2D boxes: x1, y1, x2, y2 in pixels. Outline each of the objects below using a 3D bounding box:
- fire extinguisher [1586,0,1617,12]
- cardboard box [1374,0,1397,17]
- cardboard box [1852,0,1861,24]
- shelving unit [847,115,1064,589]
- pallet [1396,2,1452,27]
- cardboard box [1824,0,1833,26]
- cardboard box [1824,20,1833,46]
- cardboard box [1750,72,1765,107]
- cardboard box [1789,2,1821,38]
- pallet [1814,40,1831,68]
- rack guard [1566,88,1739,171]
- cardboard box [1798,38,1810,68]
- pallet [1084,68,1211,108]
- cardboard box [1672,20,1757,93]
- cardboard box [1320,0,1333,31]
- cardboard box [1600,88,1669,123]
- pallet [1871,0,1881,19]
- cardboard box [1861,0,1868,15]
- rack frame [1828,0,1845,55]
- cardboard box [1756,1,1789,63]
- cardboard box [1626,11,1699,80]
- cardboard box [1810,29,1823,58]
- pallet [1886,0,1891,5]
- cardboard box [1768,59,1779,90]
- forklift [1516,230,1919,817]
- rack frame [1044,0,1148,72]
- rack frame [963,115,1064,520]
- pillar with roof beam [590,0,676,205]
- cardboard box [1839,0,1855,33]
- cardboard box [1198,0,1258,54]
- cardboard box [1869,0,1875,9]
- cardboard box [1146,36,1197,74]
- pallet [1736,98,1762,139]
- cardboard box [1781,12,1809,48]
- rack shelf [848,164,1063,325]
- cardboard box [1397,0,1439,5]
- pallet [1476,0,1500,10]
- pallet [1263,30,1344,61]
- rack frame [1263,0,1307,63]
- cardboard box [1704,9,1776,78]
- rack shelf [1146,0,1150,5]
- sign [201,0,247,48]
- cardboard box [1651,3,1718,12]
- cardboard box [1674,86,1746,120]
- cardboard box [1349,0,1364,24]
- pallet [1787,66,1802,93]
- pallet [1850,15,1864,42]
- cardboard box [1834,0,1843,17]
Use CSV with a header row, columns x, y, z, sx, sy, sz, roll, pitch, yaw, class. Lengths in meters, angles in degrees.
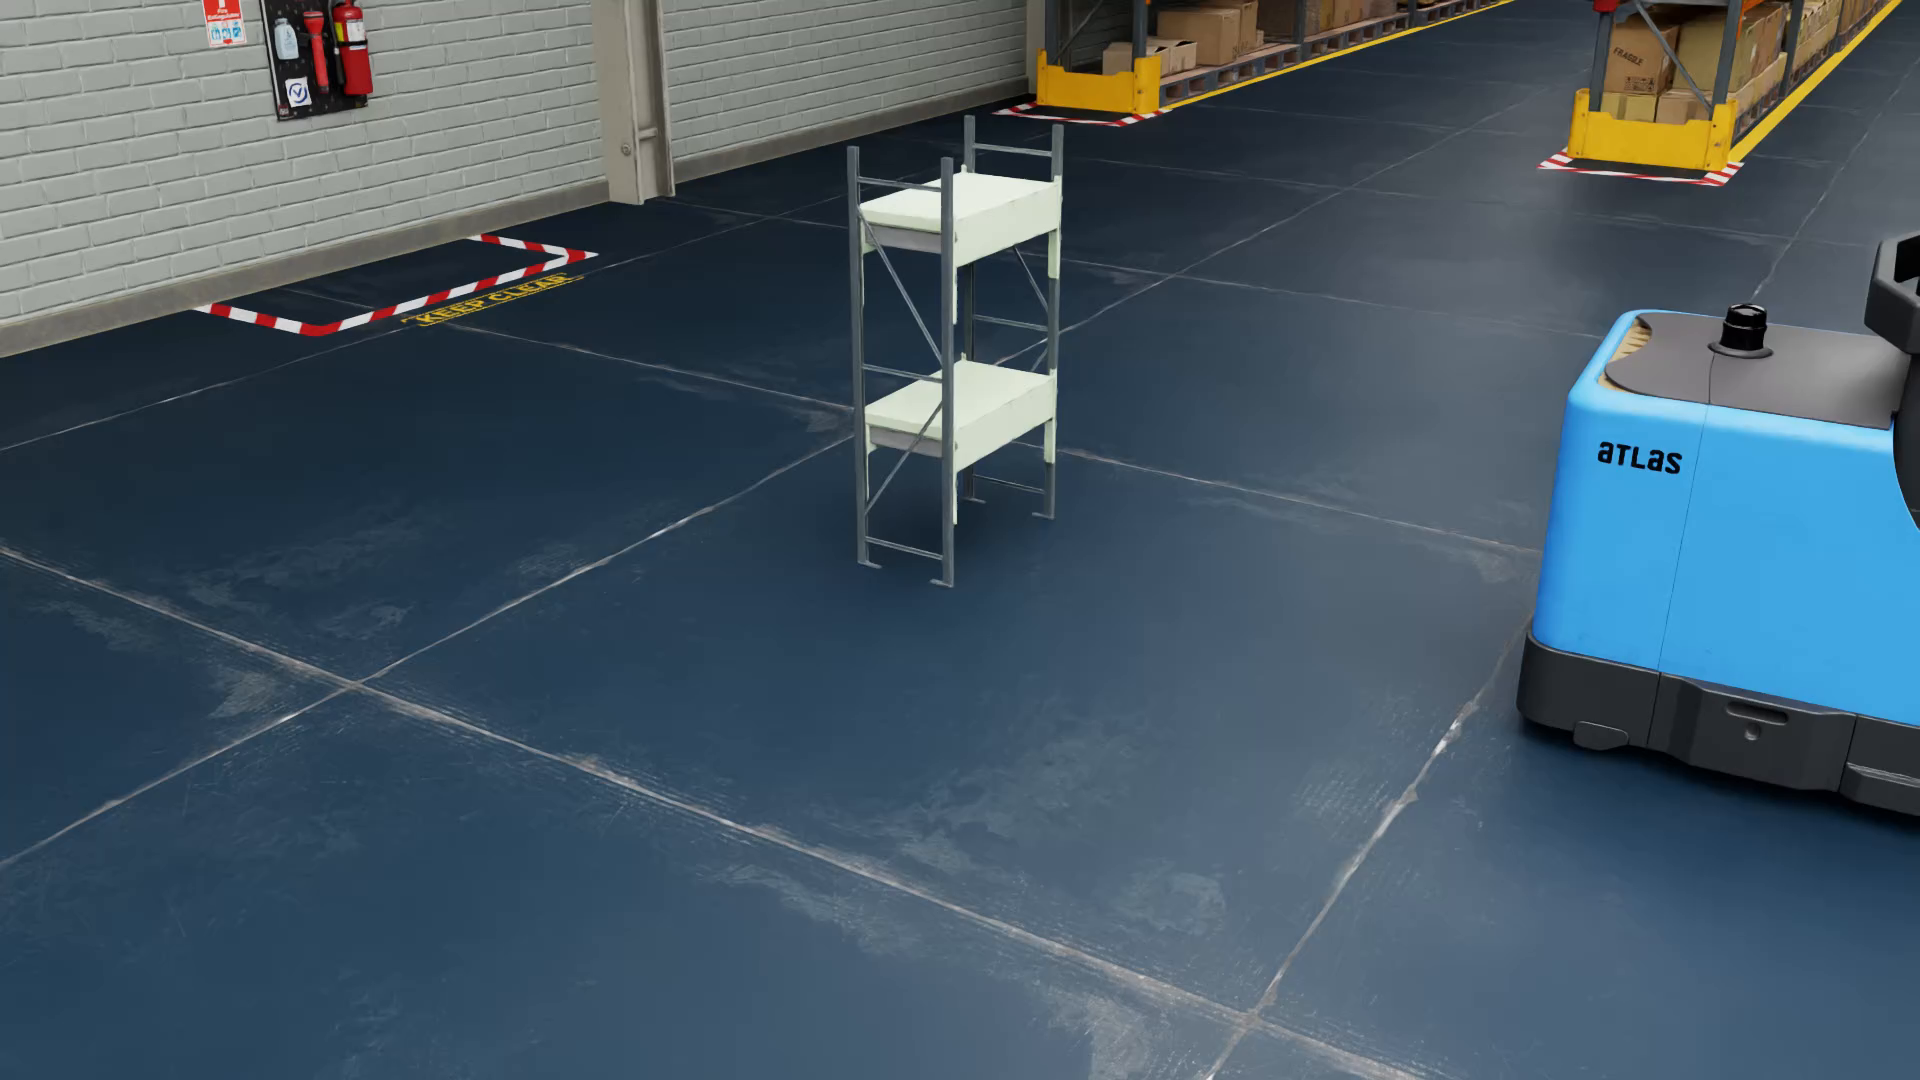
x,y,z,sx,sy,sz,roll,pitch,yaw,class
5.002,-4.421,12.783,0.296,0.674,0.183,14,27,29,fire extinguisher
5.133,-6.936,21.090,0.700,0.500,0.500,14,27,30,cardboard box
10.702,-6.593,20.298,0.500,0.500,0.500,13,27,28,cardboard box
-0.004,-0.686,5.947,0.431,1.500,0.755,14,27,29,shelving unit
5.949,-7.106,22.399,1.003,0.211,1.213,14,27,29,pallet
9.075,-5.712,17.896,0.500,0.311,0.500,14,27,29,cardboard box
9.340,-5.626,18.403,0.500,0.250,0.500,14,27,28,cardboard box
6.724,-3.970,14.577,0.500,0.250,0.500,14,27,29,cardboard box
8.539,-5.367,17.099,0.500,0.311,0.500,13,27,27,cardboard box
9.212,-5.549,18.803,1.003,0.211,1.213,14,27,29,pallet
5.447,-3.243,13.113,1.175,0.500,0.348,14,27,29,rack guard
8.263,-4.936,16.809,0.500,0.250,0.500,15,27,30,cardboard box
1.747,-4.448,16.260,1.003,0.211,1.213,14,27,29,pallet
6.193,-3.977,13.650,0.500,0.500,0.500,14,27,29,cardboard box
3.963,-6.277,19.567,0.700,0.500,0.500,13,27,28,cardboard box
5.491,-3.572,13.659,0.500,0.250,0.500,14,27,29,cardboard box
12.152,-7.401,23.080,1.003,0.211,1.213,14,27,29,pallet
11.240,-6.943,21.104,0.500,0.500,0.500,14,27,30,cardboard box
9.679,-7.099,18.872,1.000,3.000,0.127,14,27,29,rack frame
7.237,-4.655,15.216,0.500,0.500,0.500,14,27,29,cardboard box
6.004,-4.258,14.298,0.500,0.500,0.500,14,27,29,cardboard box
8.803,-5.283,17.610,0.500,0.250,0.500,14,27,30,cardboard box
13.439,-8.224,24.982,1.003,0.211,1.213,14,27,29,pallet
7.238,-4.311,15.364,0.500,0.250,0.500,14,27,29,cardboard box
3.189,-0.656,4.075,3.031,2.935,1.130,12,26,26,forklift
1.249,-5.436,15.030,1.000,3.000,0.127,14,27,29,rack frame
0.190,-0.810,6.232,0.400,1.500,0.023,14,27,29,rack frame
1.376,-5.679,8.041,9.100,9.000,0.400,14,27,29,pillar with roof beam
10.162,-6.247,19.498,0.500,0.500,0.500,15,28,31,cardboard box
2.845,-5.482,17.729,0.500,0.500,0.500,12,26,25,cardboard box
11.772,-7.277,21.877,0.500,0.500,0.500,14,27,29,cardboard box
1.991,-4.811,16.417,0.500,0.311,0.500,16,28,33,cardboard box
6.471,-3.796,14.753,1.003,0.211,1.213,14,27,29,pallet
7.999,-5.024,16.307,0.500,0.311,0.500,14,27,29,cardboard box
-0.003,-1.044,5.792,0.431,0.370,0.720,14,27,29,rack shelf
5.968,-7.563,22.121,0.750,0.750,0.750,13,27,28,cardboard box
7.236,-7.930,24.302,1.003,0.211,1.213,14,27,29,pallet
3.768,-5.769,19.310,1.003,0.211,1.213,14,27,29,pallet
3.359,-6.786,18.149,1.000,3.000,0.127,14,27,29,rack frame
6.725,-4.314,14.428,0.500,0.500,0.500,14,27,29,cardboard box
2.304,-5.780,16.732,1.077,0.370,4.000,14,27,29,rack shelf
-3.997,-2.853,9.020,0.001,0.329,0.234,14,27,29,sign
6.531,-4.595,15.078,0.500,0.500,0.500,14,27,29,cardboard box
6.192,-3.633,13.800,0.500,0.250,0.500,14,27,29,cardboard box
4.525,-6.613,20.344,0.700,0.500,0.500,14,27,29,cardboard box
7.925,-4.726,16.901,1.003,0.211,1.213,14,27,29,pallet
10.749,-6.473,20.937,1.003,0.211,1.213,14,27,29,pallet
9.612,-6.059,18.696,0.500,0.311,0.500,15,27,30,cardboard box
